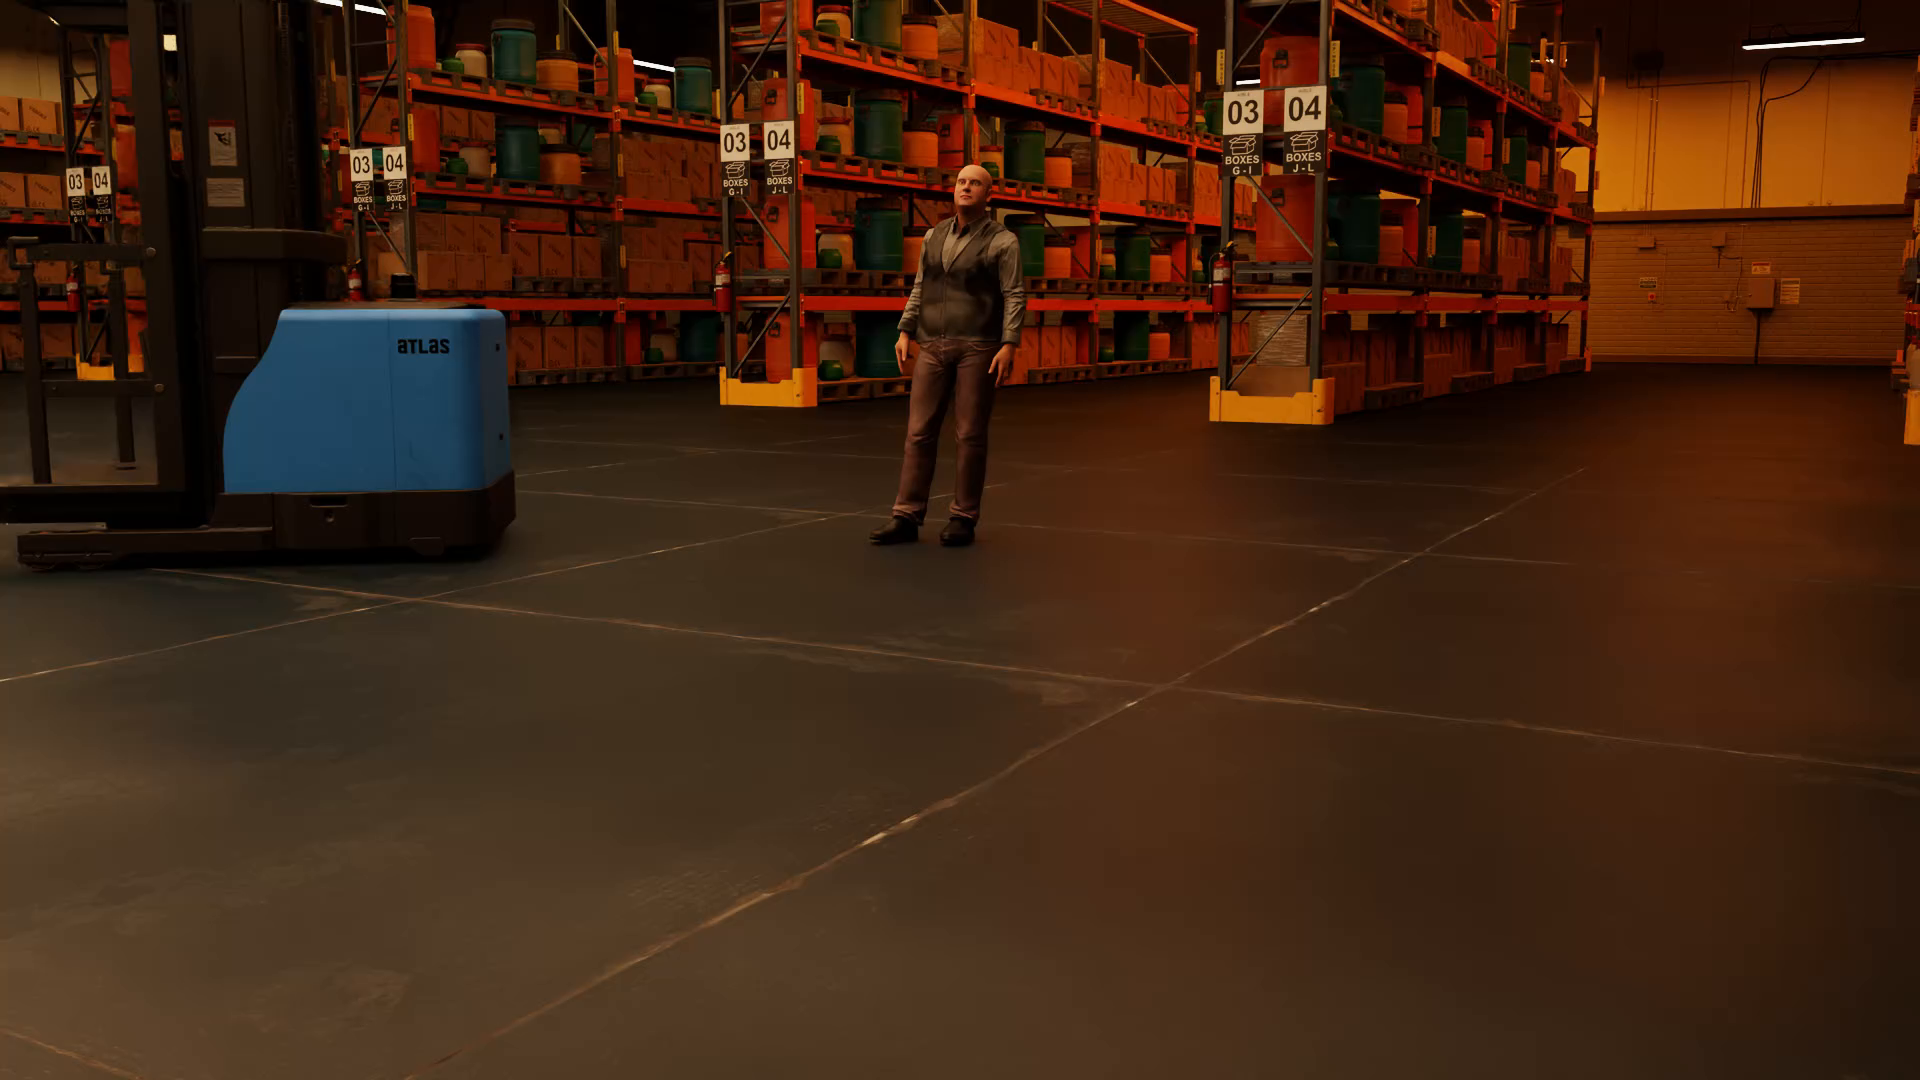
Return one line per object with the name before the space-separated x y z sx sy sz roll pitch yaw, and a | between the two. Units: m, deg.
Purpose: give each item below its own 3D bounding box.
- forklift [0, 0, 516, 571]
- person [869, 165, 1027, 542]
forklift | -3.592 -1.400 7.234 3.031 2.935 1.130 -1 8 -8
person | -0.037 -0.853 7.646 0.632 1.720 0.568 4 9 29
